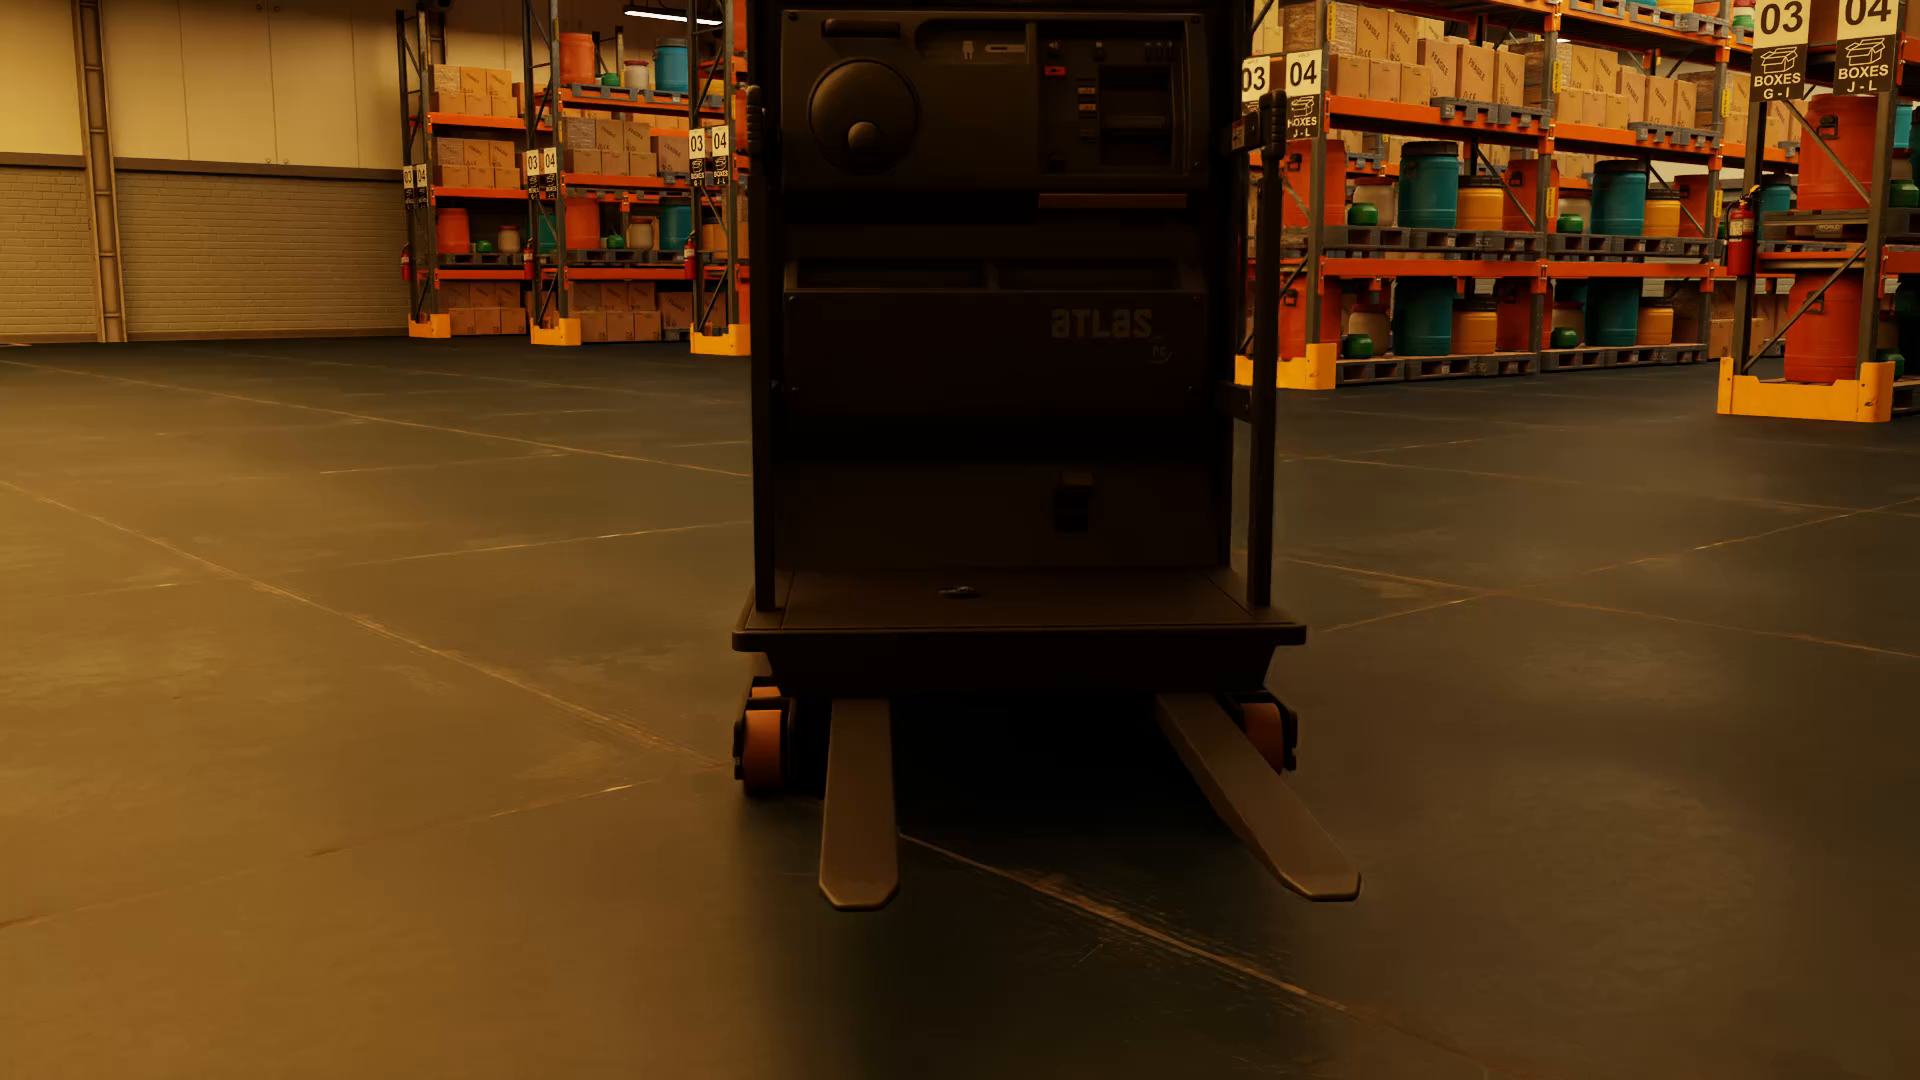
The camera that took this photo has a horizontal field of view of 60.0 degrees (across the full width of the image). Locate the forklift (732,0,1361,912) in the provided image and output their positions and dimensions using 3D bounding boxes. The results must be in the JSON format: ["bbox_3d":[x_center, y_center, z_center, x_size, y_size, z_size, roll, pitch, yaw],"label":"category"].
[{"bbox_3d":[0.092,-1.000,3.416,1.130,2.935,3.031,0,9,-3],"label":"forklift"}]
